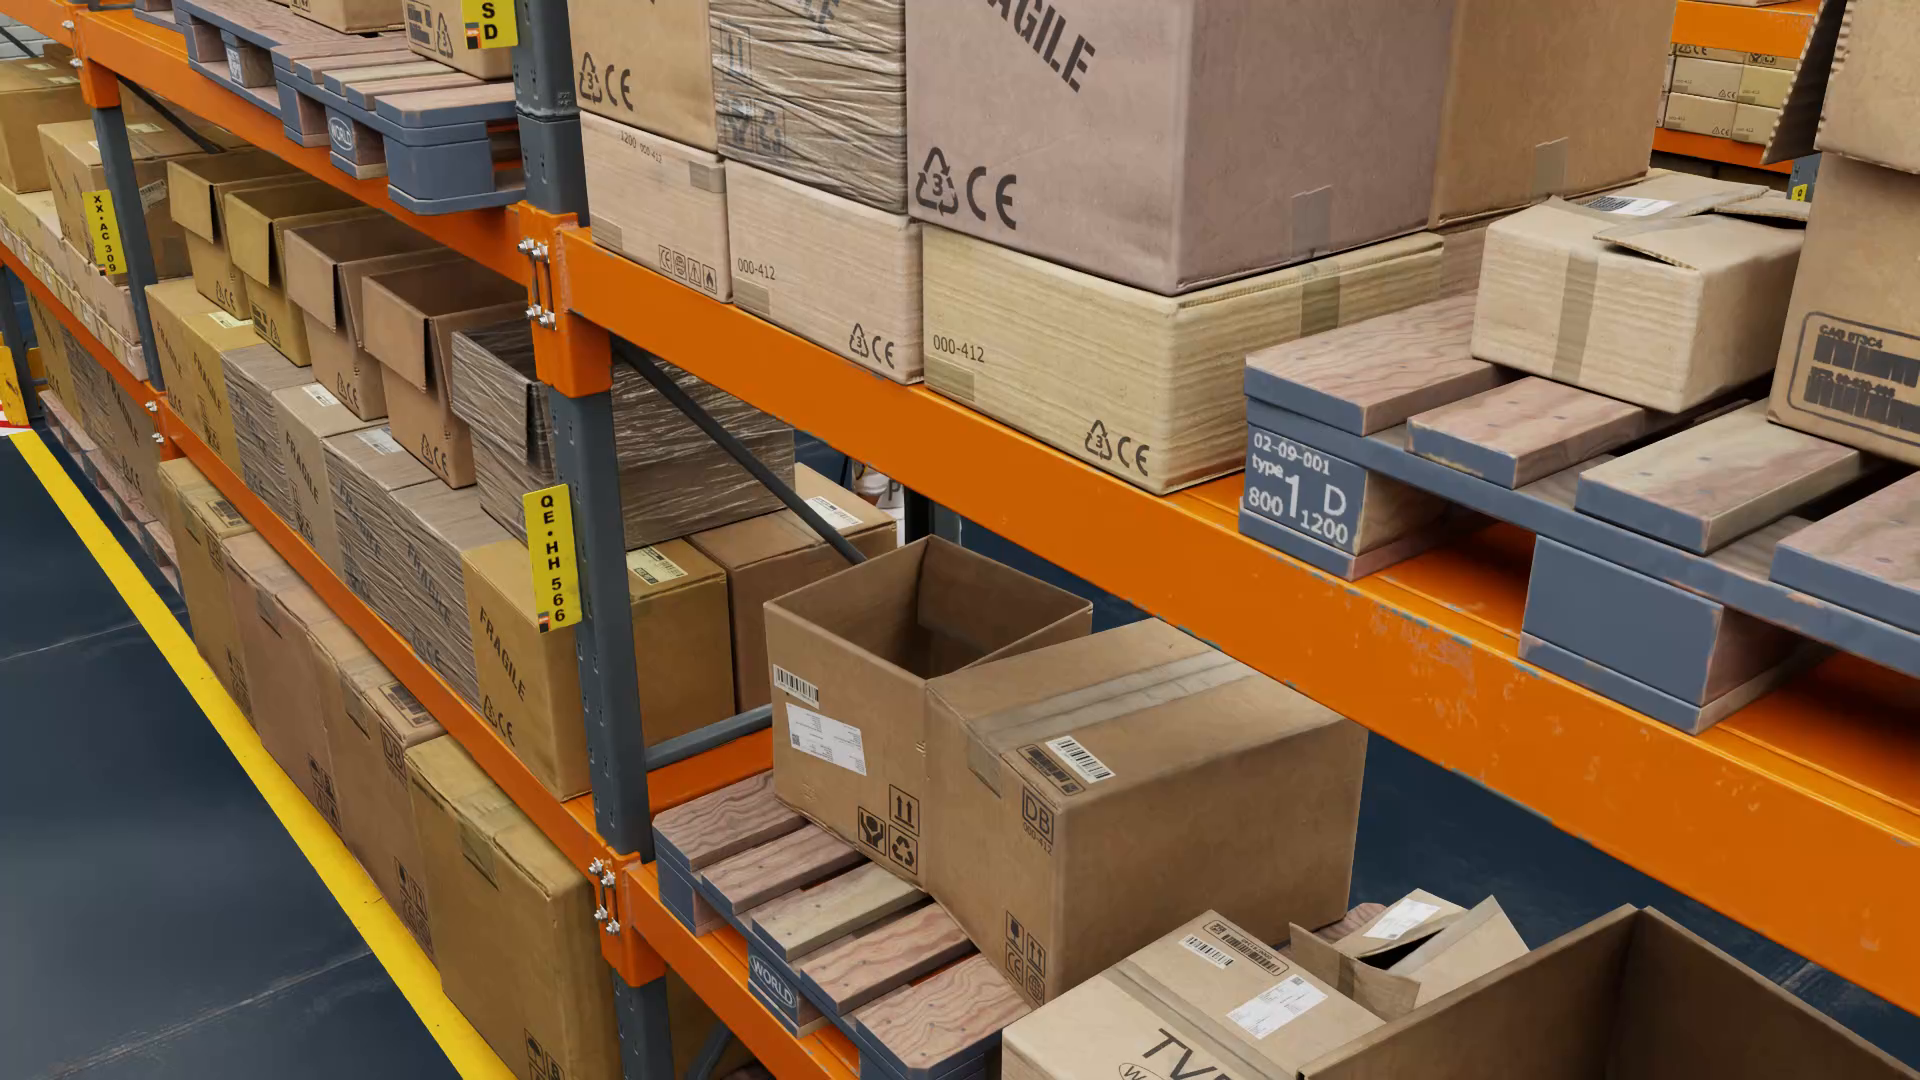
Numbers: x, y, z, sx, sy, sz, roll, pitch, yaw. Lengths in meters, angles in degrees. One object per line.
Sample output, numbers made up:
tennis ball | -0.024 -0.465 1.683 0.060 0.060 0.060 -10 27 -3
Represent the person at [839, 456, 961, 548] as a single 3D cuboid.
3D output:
person | -0.231 0.023 6.562 0.467 1.660 0.390 -17 30 -33
